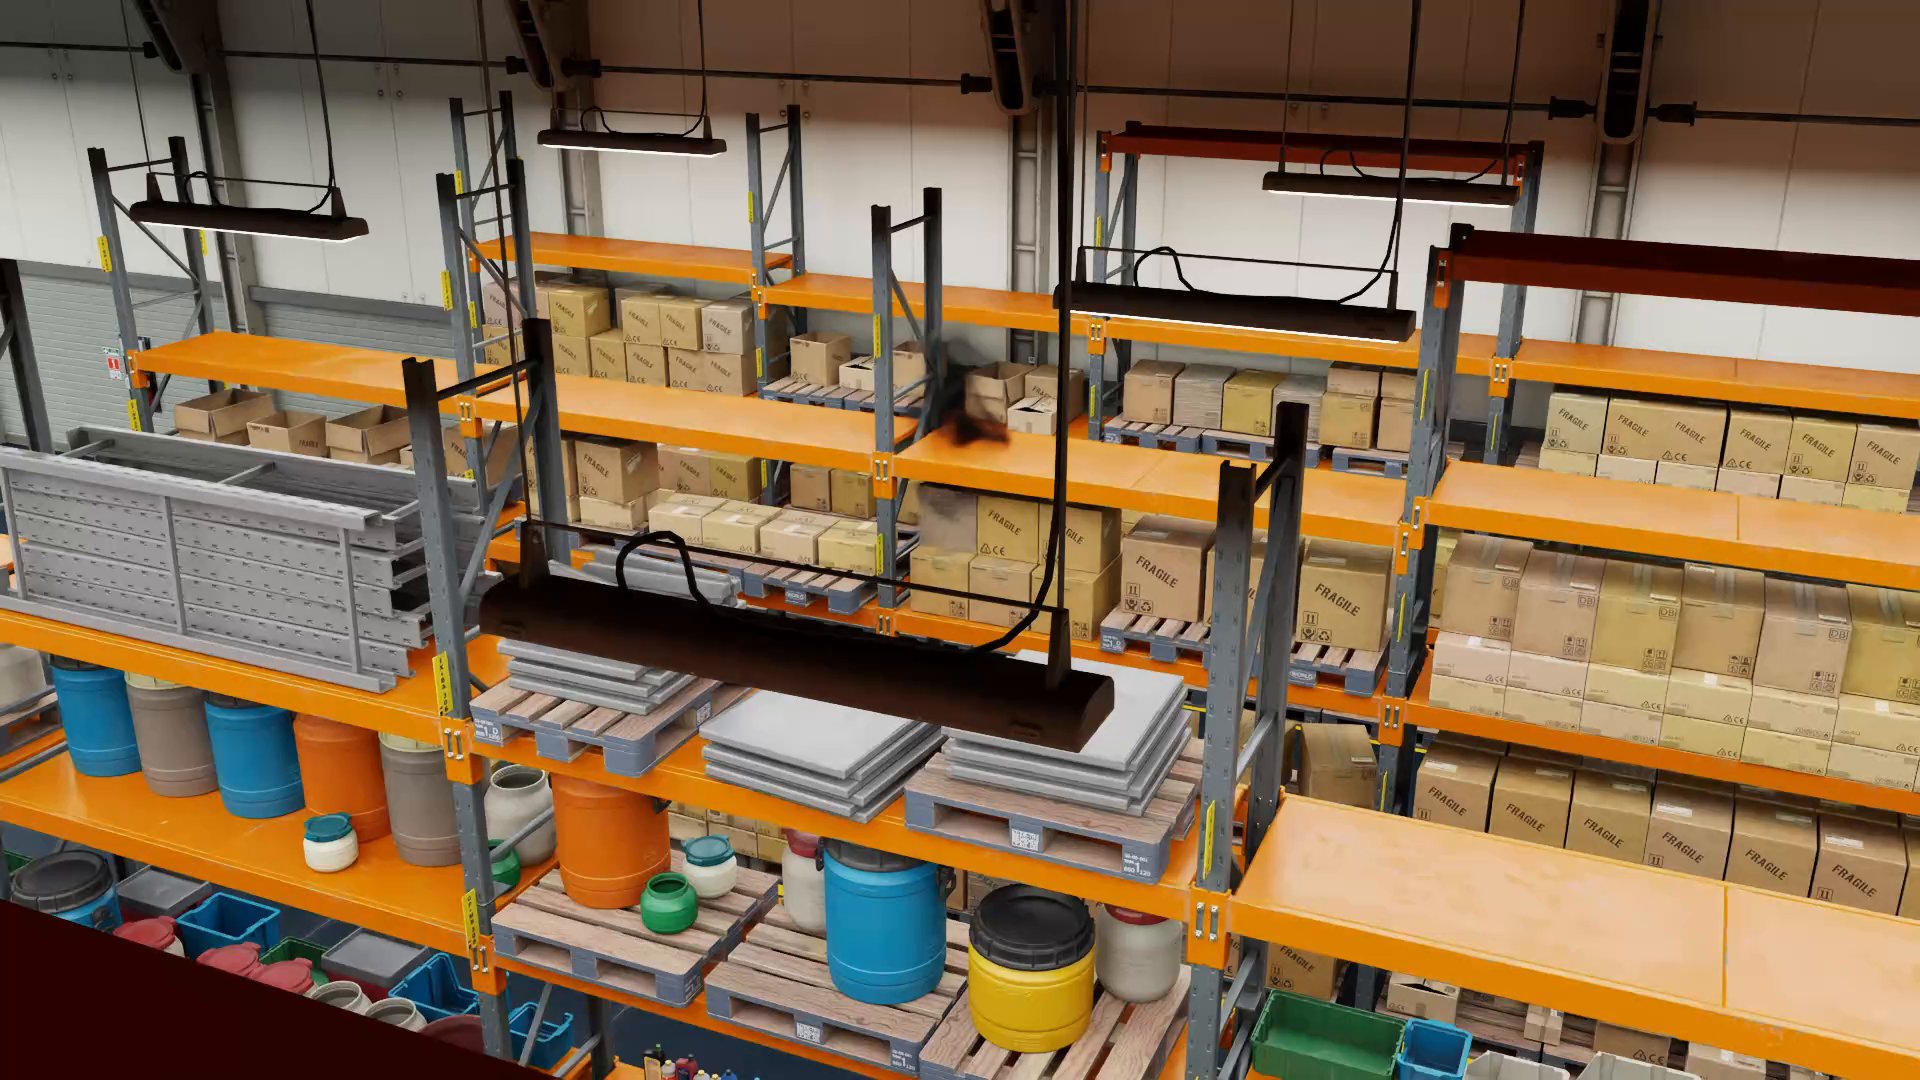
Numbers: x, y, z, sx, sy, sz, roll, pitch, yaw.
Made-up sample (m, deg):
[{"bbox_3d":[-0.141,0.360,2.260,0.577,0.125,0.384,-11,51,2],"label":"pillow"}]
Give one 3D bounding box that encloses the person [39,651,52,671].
[{"bbox_3d":[-9.803,1.018,17.525,0.881,1.709,0.599,-12,23,-28],"label":"person"}]
